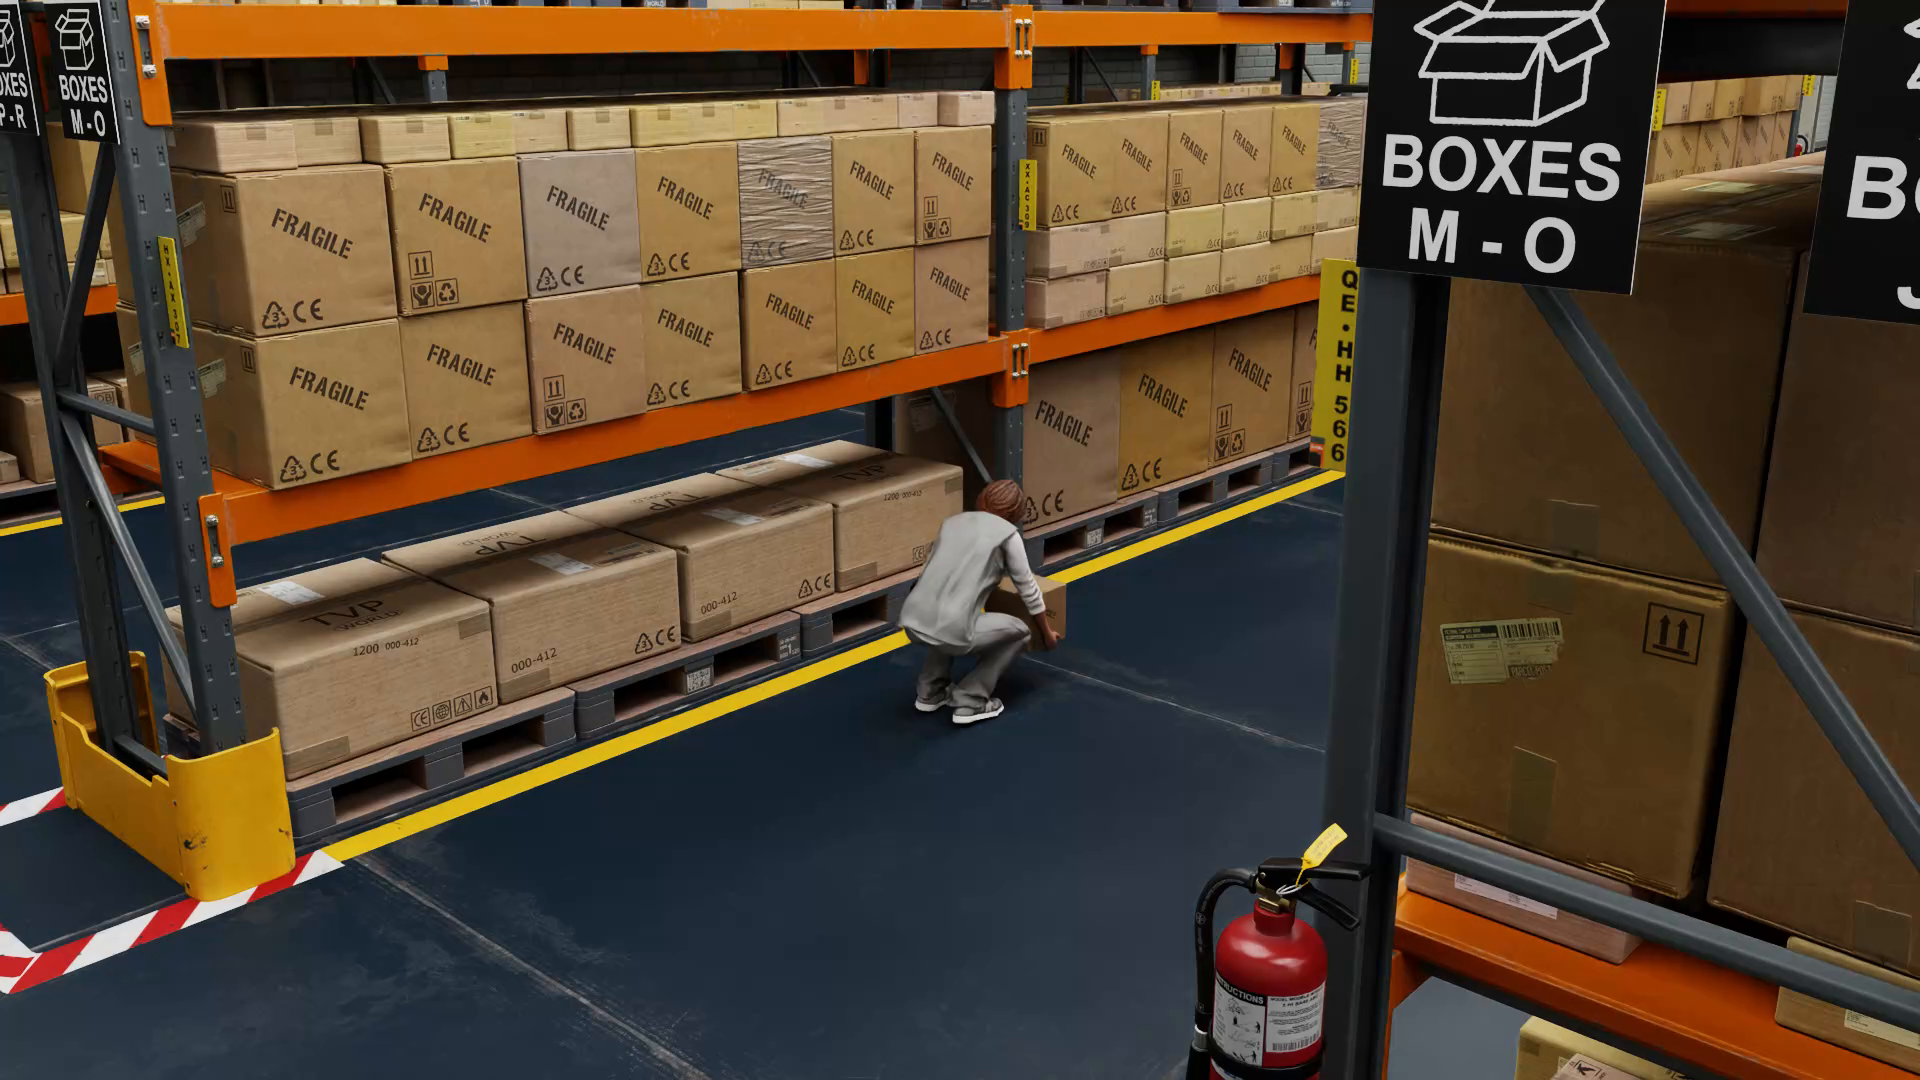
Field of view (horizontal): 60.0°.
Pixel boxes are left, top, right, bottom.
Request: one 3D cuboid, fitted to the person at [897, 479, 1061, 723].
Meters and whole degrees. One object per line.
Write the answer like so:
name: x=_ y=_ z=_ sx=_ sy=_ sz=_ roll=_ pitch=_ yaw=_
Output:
person: x=0.064 y=0.260 z=6.905 sx=0.423 sy=0.907 sz=0.795 roll=14 pitch=22 yaw=38
